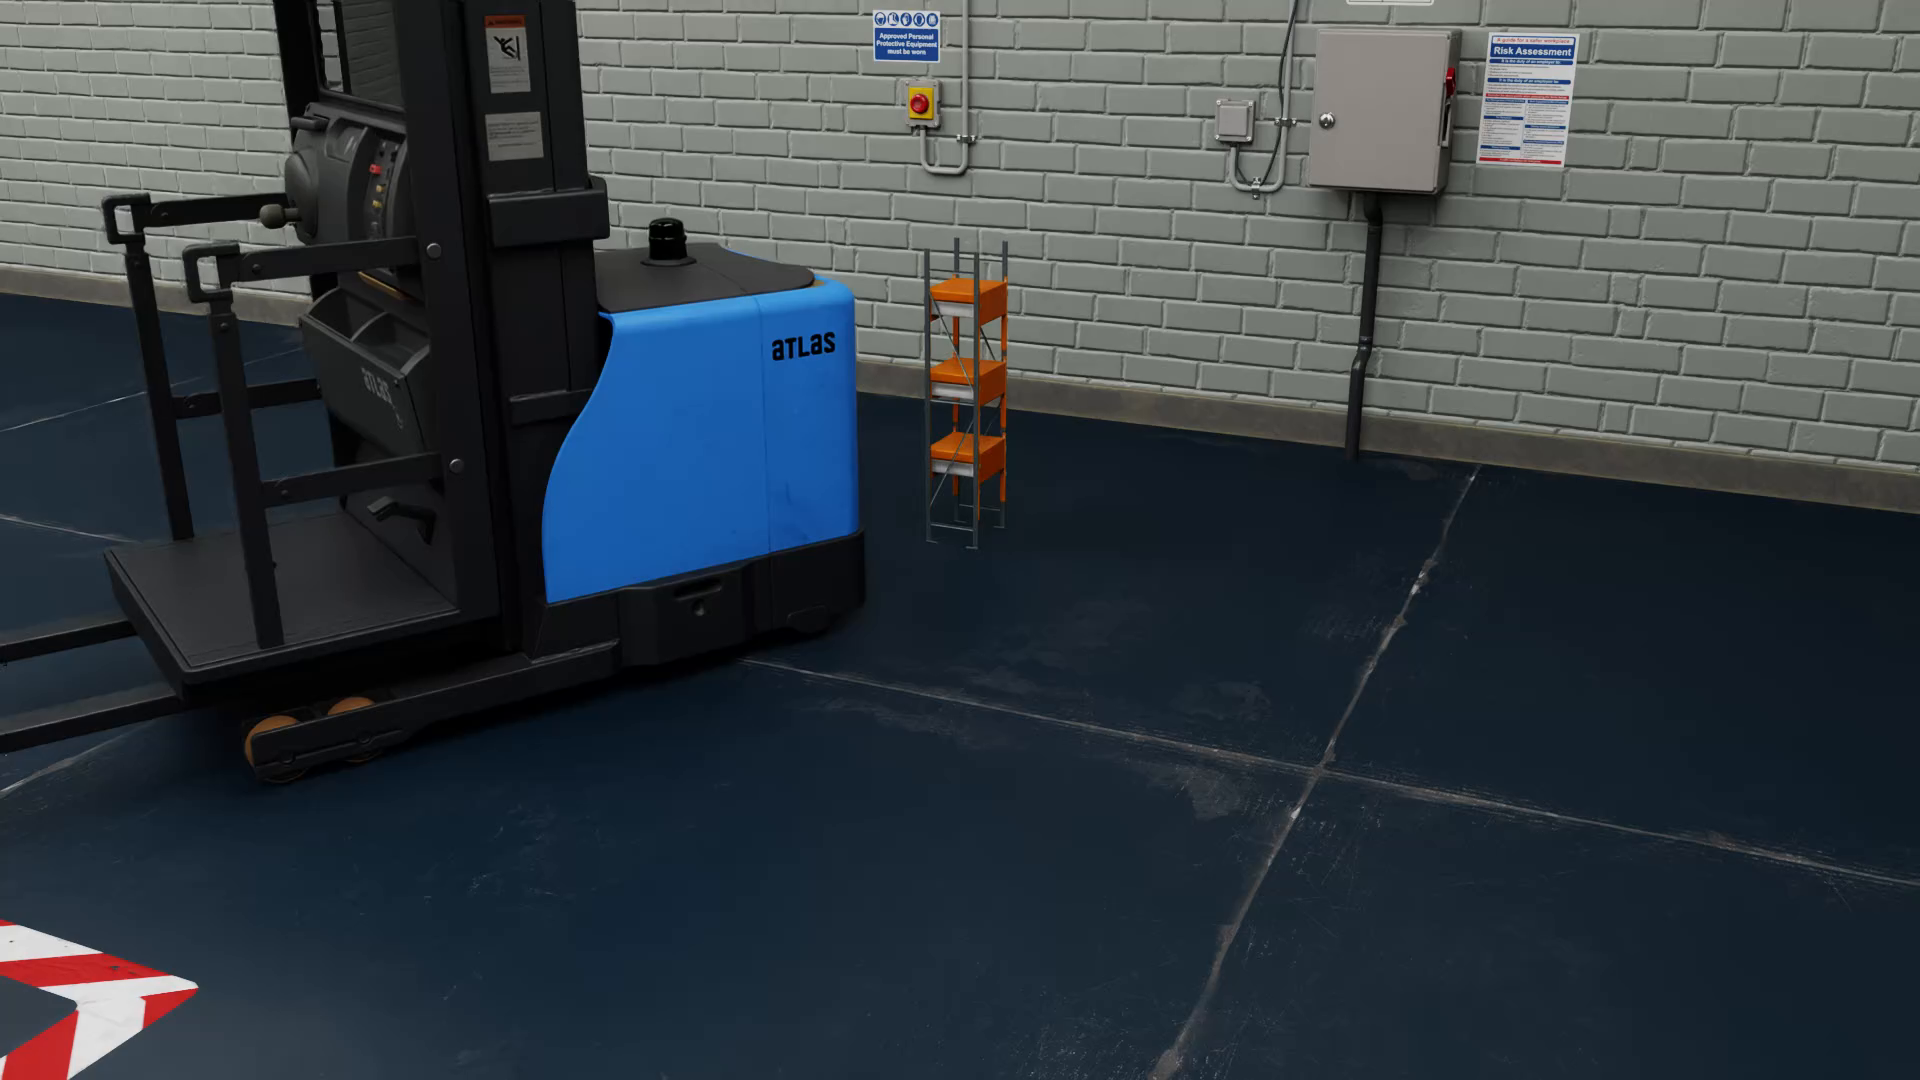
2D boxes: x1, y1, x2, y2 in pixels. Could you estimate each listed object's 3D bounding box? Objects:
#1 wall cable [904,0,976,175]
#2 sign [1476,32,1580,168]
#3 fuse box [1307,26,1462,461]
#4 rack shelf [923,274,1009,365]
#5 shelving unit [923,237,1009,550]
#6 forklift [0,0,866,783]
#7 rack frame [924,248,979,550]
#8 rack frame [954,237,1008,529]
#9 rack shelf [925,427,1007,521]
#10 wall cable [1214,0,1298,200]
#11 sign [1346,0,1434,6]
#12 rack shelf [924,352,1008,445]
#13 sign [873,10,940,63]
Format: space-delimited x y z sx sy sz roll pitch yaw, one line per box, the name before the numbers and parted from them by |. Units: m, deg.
wall cable | -0.218 -2.564 7.138 0.585 1.953 0.123 9 21 23
sign | 2.174 -1.688 6.381 0.329 0.494 0.001 9 21 23
fuse box | 1.639 -1.131 6.594 0.539 1.711 0.414 9 21 23
rack shelf | 0.022 -0.768 5.747 0.215 0.259 0.240 9 21 23
shelving unit | 0.022 -0.511 5.839 0.215 1.050 0.252 9 21 23
forklift | -1.791 -0.964 4.305 3.031 2.935 1.130 -13 24 -33
rack frame | -0.028 -0.474 5.734 0.200 1.050 0.008 9 21 23
rack frame | 0.072 -0.548 5.944 0.200 1.050 0.008 9 21 23
rack shelf | 0.022 -0.239 5.936 0.215 0.259 0.240 9 21 23
wall cable | 1.081 -2.358 6.606 0.588 1.984 0.122 9 21 23
sign | 1.673 -2.198 6.439 0.339 0.242 0.001 9 21 23
rack shelf | 0.022 -0.501 5.842 0.215 0.259 0.240 9 21 23
sign | -0.237 -2.223 7.340 0.327 0.218 0.001 9 21 23
